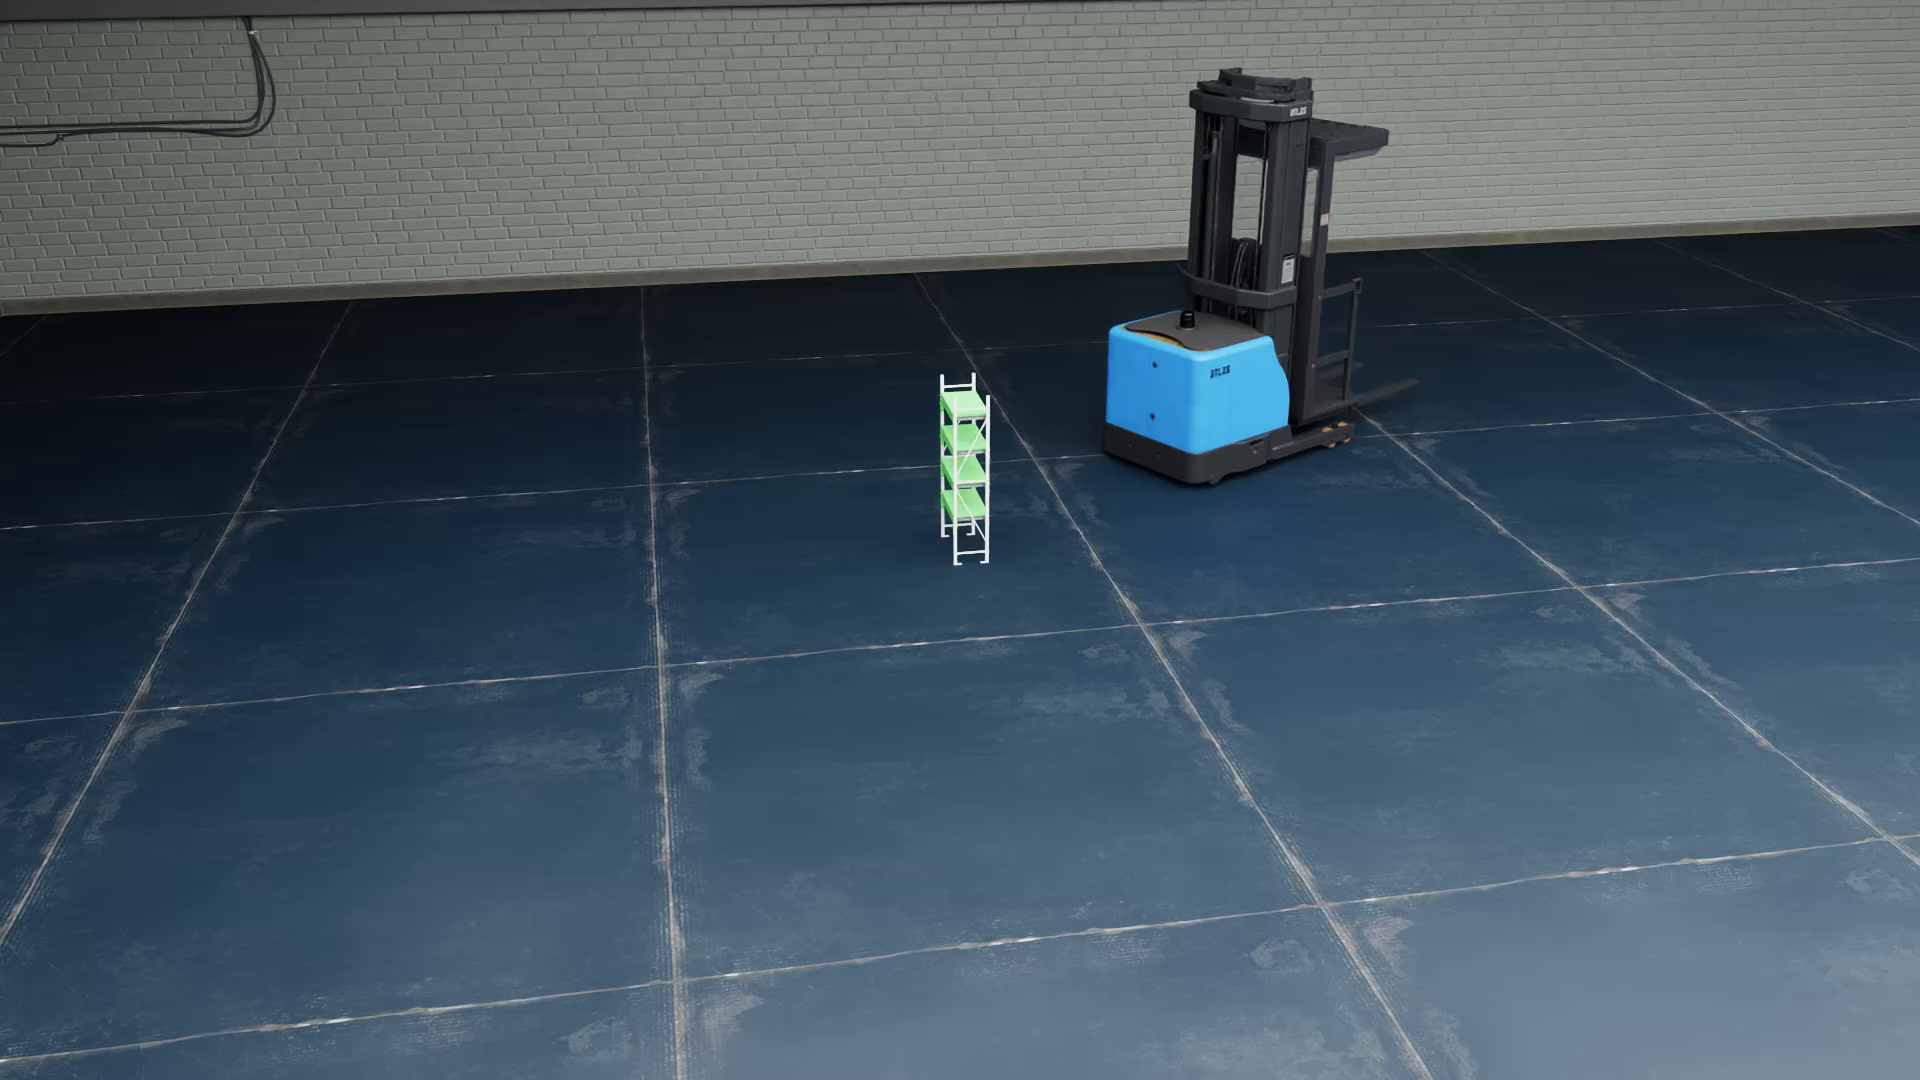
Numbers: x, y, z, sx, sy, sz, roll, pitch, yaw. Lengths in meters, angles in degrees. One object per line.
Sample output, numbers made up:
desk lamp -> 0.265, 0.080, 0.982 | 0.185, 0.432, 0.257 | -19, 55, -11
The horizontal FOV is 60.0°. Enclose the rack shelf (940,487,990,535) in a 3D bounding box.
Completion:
rack shelf -> 0.031, -0.206, 11.482 | 0.258, 0.148, 0.480 | -4, 24, -10

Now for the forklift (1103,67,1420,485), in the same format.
forklift -> 2.593, -2.232, 13.198 | 3.031, 2.935, 1.130 | -18, 30, -36

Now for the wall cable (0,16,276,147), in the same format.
wall cable -> -8.369, -5.090, 16.040 | 3.097, 2.526, 0.112 | -4, 24, -10

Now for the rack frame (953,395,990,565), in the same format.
rack frame -> 0.076, -0.389, 11.141 | 0.240, 1.200, 0.015 | -4, 24, -10

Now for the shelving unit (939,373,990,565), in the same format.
shelving unit -> 0.031, -0.485, 11.361 | 0.258, 1.200, 0.503 | -4, 24, -10

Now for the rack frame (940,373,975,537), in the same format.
rack frame -> -0.015, -0.581, 11.581 | 0.240, 1.200, 0.015 | -4, 24, -10

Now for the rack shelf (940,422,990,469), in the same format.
rack shelf -> 0.031, -0.646, 11.290 | 0.258, 0.148, 0.480 | -4, 24, -10

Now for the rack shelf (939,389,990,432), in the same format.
rack shelf -> 0.031, -0.866, 11.194 | 0.258, 0.148, 0.480 | -4, 24, -10

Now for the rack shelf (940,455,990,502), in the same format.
rack shelf -> 0.031, -0.426, 11.386 | 0.258, 0.148, 0.480 | -4, 24, -10
